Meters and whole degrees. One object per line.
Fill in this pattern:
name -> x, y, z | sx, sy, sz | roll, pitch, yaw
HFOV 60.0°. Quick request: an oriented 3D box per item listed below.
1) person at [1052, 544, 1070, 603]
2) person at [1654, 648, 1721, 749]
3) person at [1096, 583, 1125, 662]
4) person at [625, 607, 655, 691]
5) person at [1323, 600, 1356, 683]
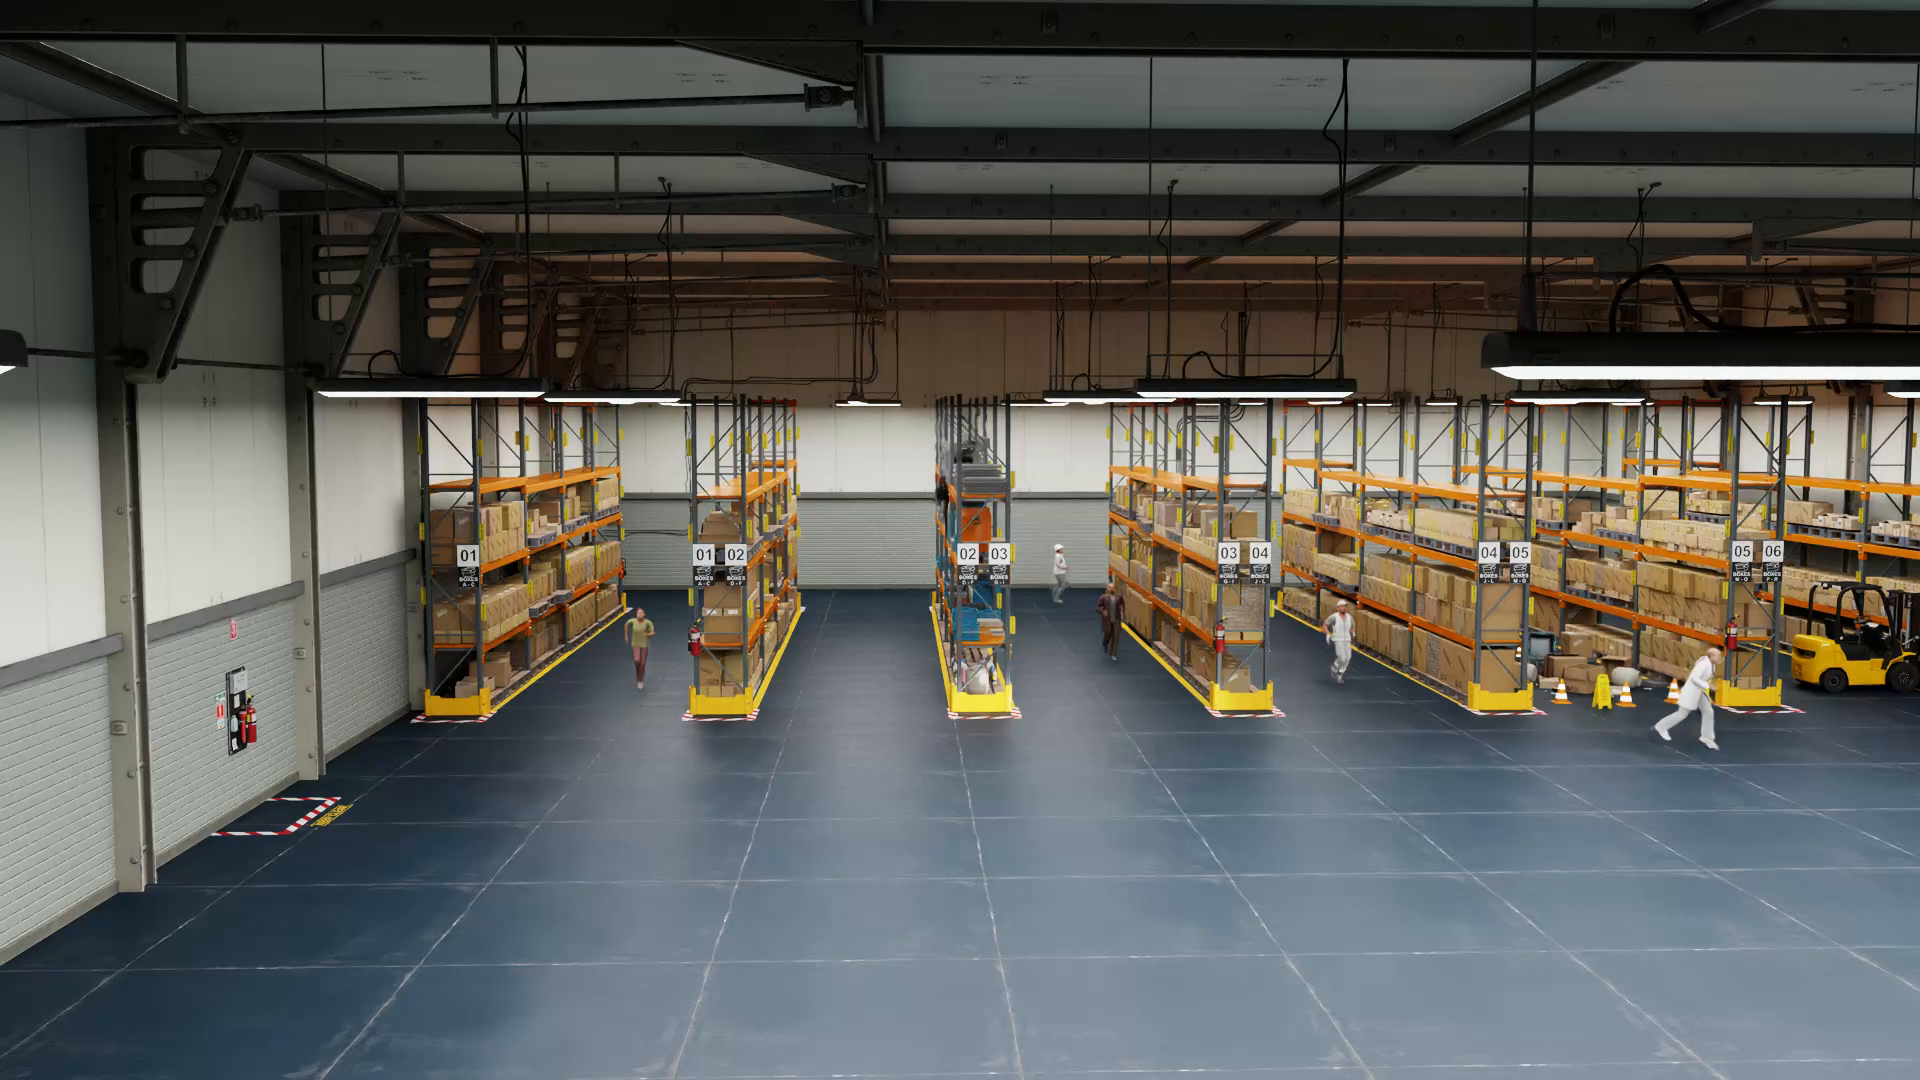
person -> 2.984, 0.986, 49.171 | 0.522, 1.731, 0.719 | 0, 5, 4
person -> 12.415, 2.669, 28.336 | 1.081, 1.742, 0.754 | 3, 6, 36
person -> 3.461, 1.855, 37.966 | 0.709, 1.758, 0.948 | -1, 5, -7
person -> -6.566, 2.210, 34.145 | 0.599, 1.694, 0.818 | -1, 5, -11
person -> 7.959, 2.125, 34.574 | 0.659, 1.742, 0.599 | -1, 5, -16
